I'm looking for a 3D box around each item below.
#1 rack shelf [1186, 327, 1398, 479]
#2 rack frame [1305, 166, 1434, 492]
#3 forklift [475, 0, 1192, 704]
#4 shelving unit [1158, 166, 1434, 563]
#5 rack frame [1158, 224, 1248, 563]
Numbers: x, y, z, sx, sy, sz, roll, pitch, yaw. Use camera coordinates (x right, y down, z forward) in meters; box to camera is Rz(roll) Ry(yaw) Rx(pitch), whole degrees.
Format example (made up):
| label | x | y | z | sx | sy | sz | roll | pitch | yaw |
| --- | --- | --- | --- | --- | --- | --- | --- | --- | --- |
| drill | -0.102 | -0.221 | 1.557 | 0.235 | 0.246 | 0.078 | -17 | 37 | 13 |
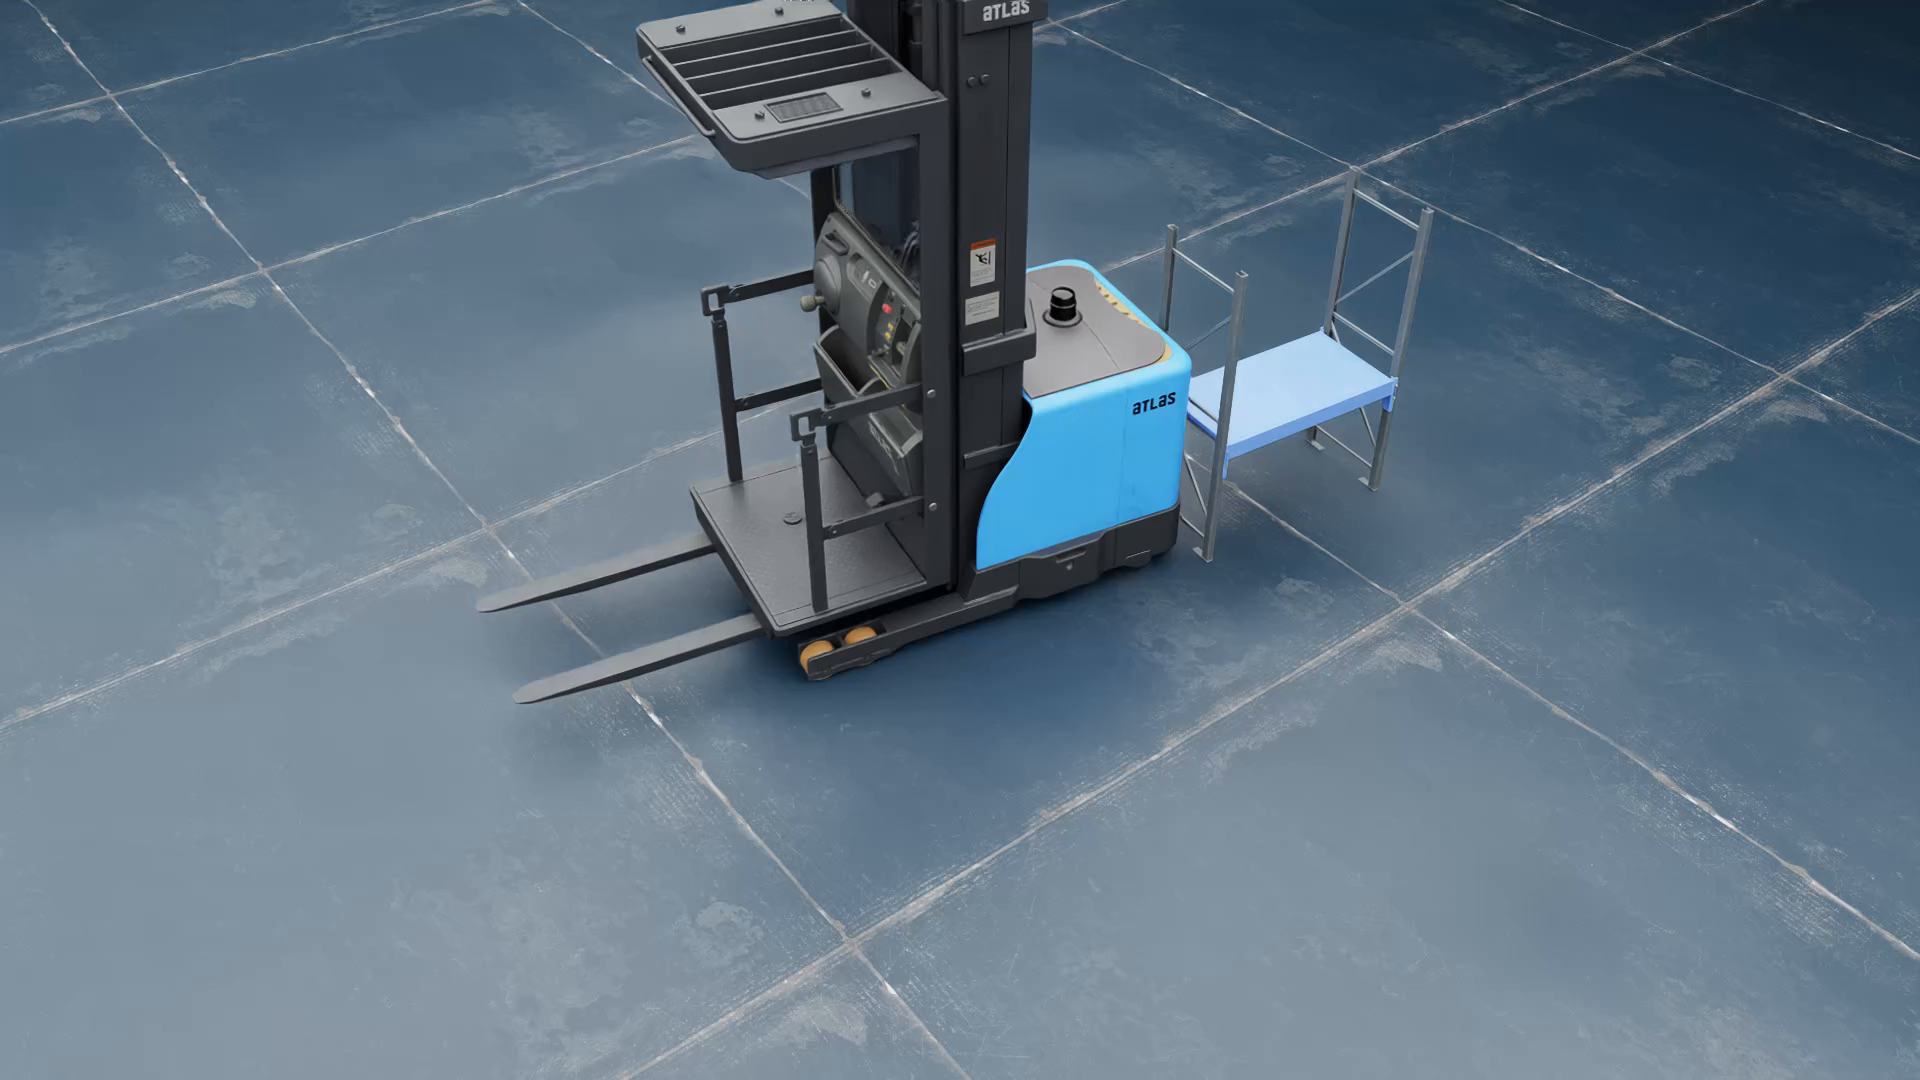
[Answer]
| label | x | y | z | sx | sy | sz | roll | pitch | yaw |
| --- | --- | --- | --- | --- | --- | --- | --- | --- | --- |
| rack shelf | 1.447 | -0.644 | 7.636 | 1.000 | 0.185 | 0.538 | -21 | 44 | -24 |
| rack frame | 1.880 | -0.952 | 7.728 | 0.032 | 1.500 | 0.500 | -21 | 44 | -24 |
| forklift | -0.558 | -0.927 | 6.569 | 3.031 | 2.935 | 1.130 | -17 | 42 | -20 |
| shelving unit | 1.447 | -0.783 | 7.522 | 1.048 | 1.500 | 0.538 | -21 | 44 | -24 |
| rack frame | 1.015 | -0.613 | 7.315 | 0.032 | 1.500 | 0.500 | -21 | 44 | -24 |
